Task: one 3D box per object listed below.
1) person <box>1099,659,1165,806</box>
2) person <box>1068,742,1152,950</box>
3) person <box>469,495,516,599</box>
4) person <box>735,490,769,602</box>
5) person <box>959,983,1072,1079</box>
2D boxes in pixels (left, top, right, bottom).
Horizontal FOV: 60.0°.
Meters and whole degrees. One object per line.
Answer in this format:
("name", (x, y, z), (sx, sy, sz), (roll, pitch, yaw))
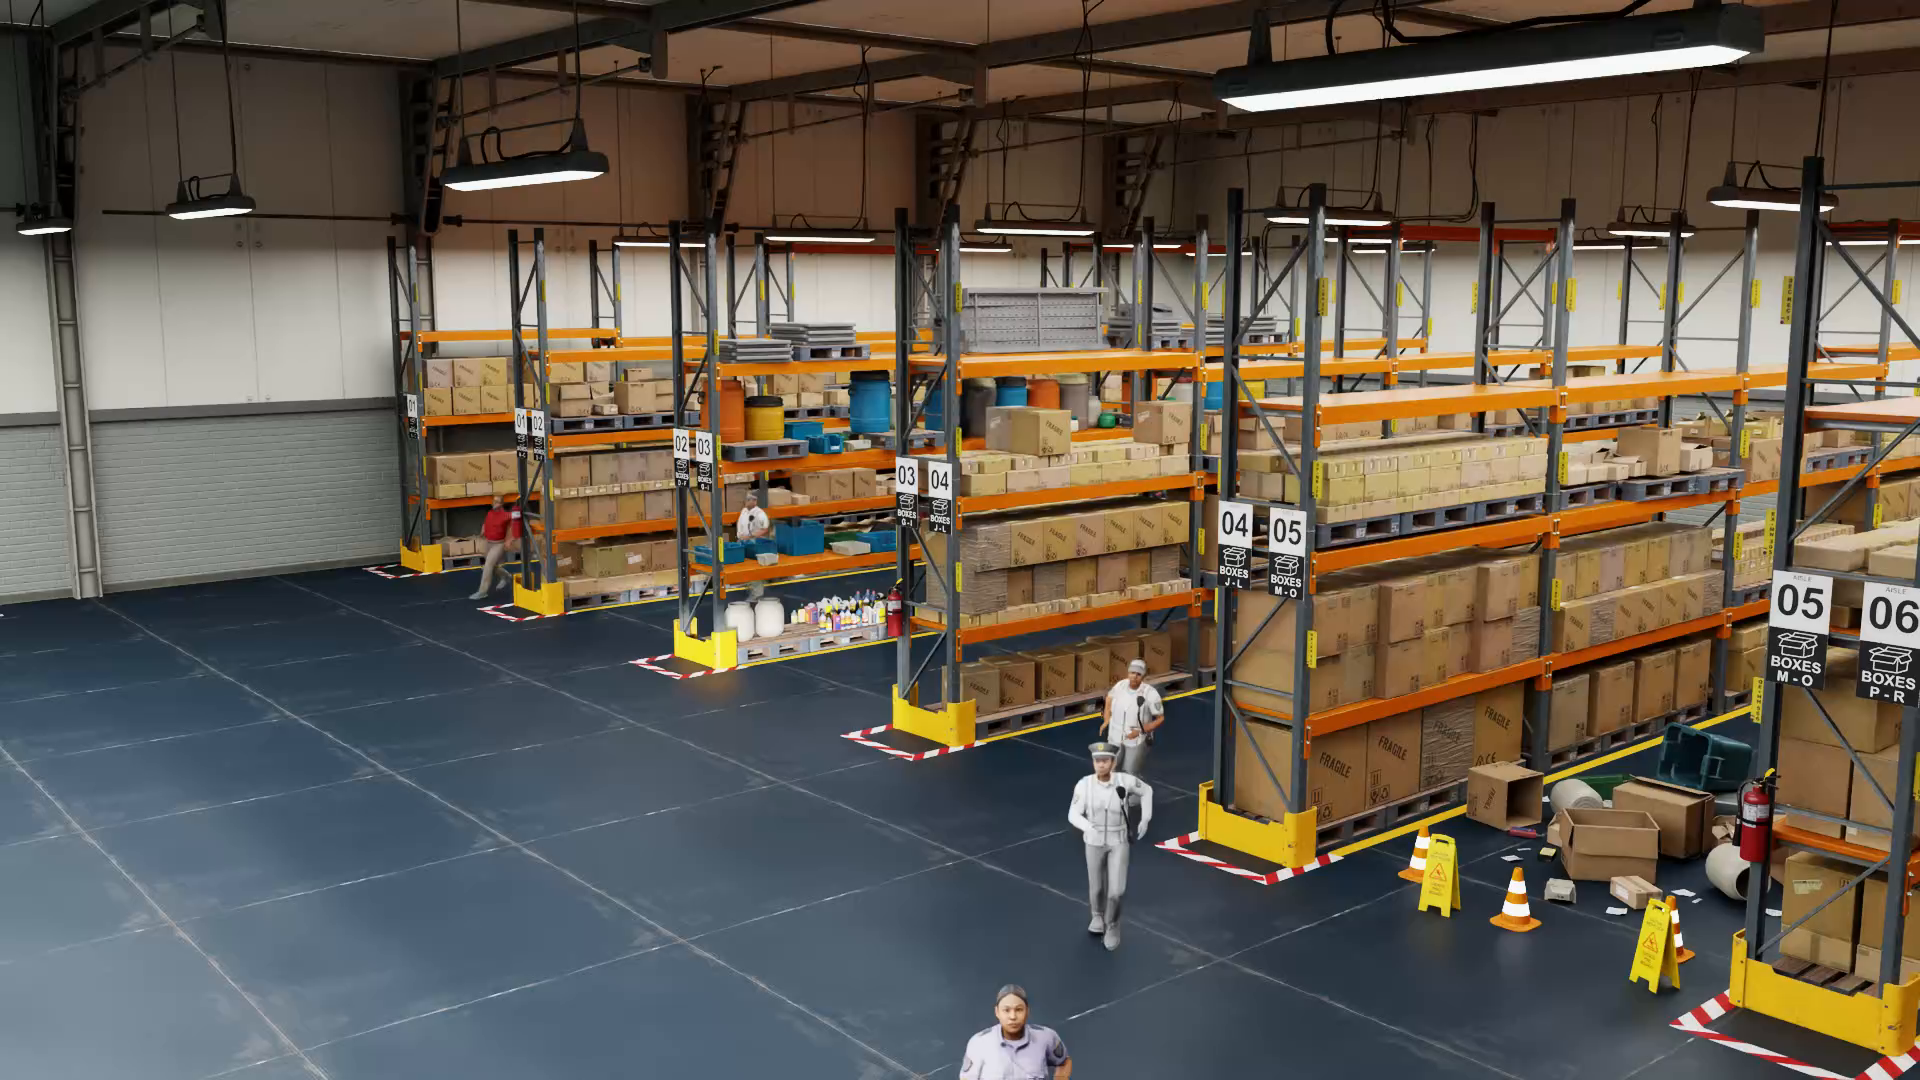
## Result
("person", (1.656, 1.935, 15.997), (0.651, 1.647, 0.797), (5, 10, 29))
("person", (1.161, 2.357, 12.921), (0.621, 1.666, 0.822), (2, 9, 11))
("person", (-7.664, 0.099, 27.498), (0.719, 1.679, 0.978), (6, 10, 32))
("person", (-3.243, 0.105, 25.514), (0.664, 1.756, 0.590), (7, 12, 40))
("person", (0.285, 3.083, 8.498), (0.589, 1.627, 0.590), (0, 9, 1))
